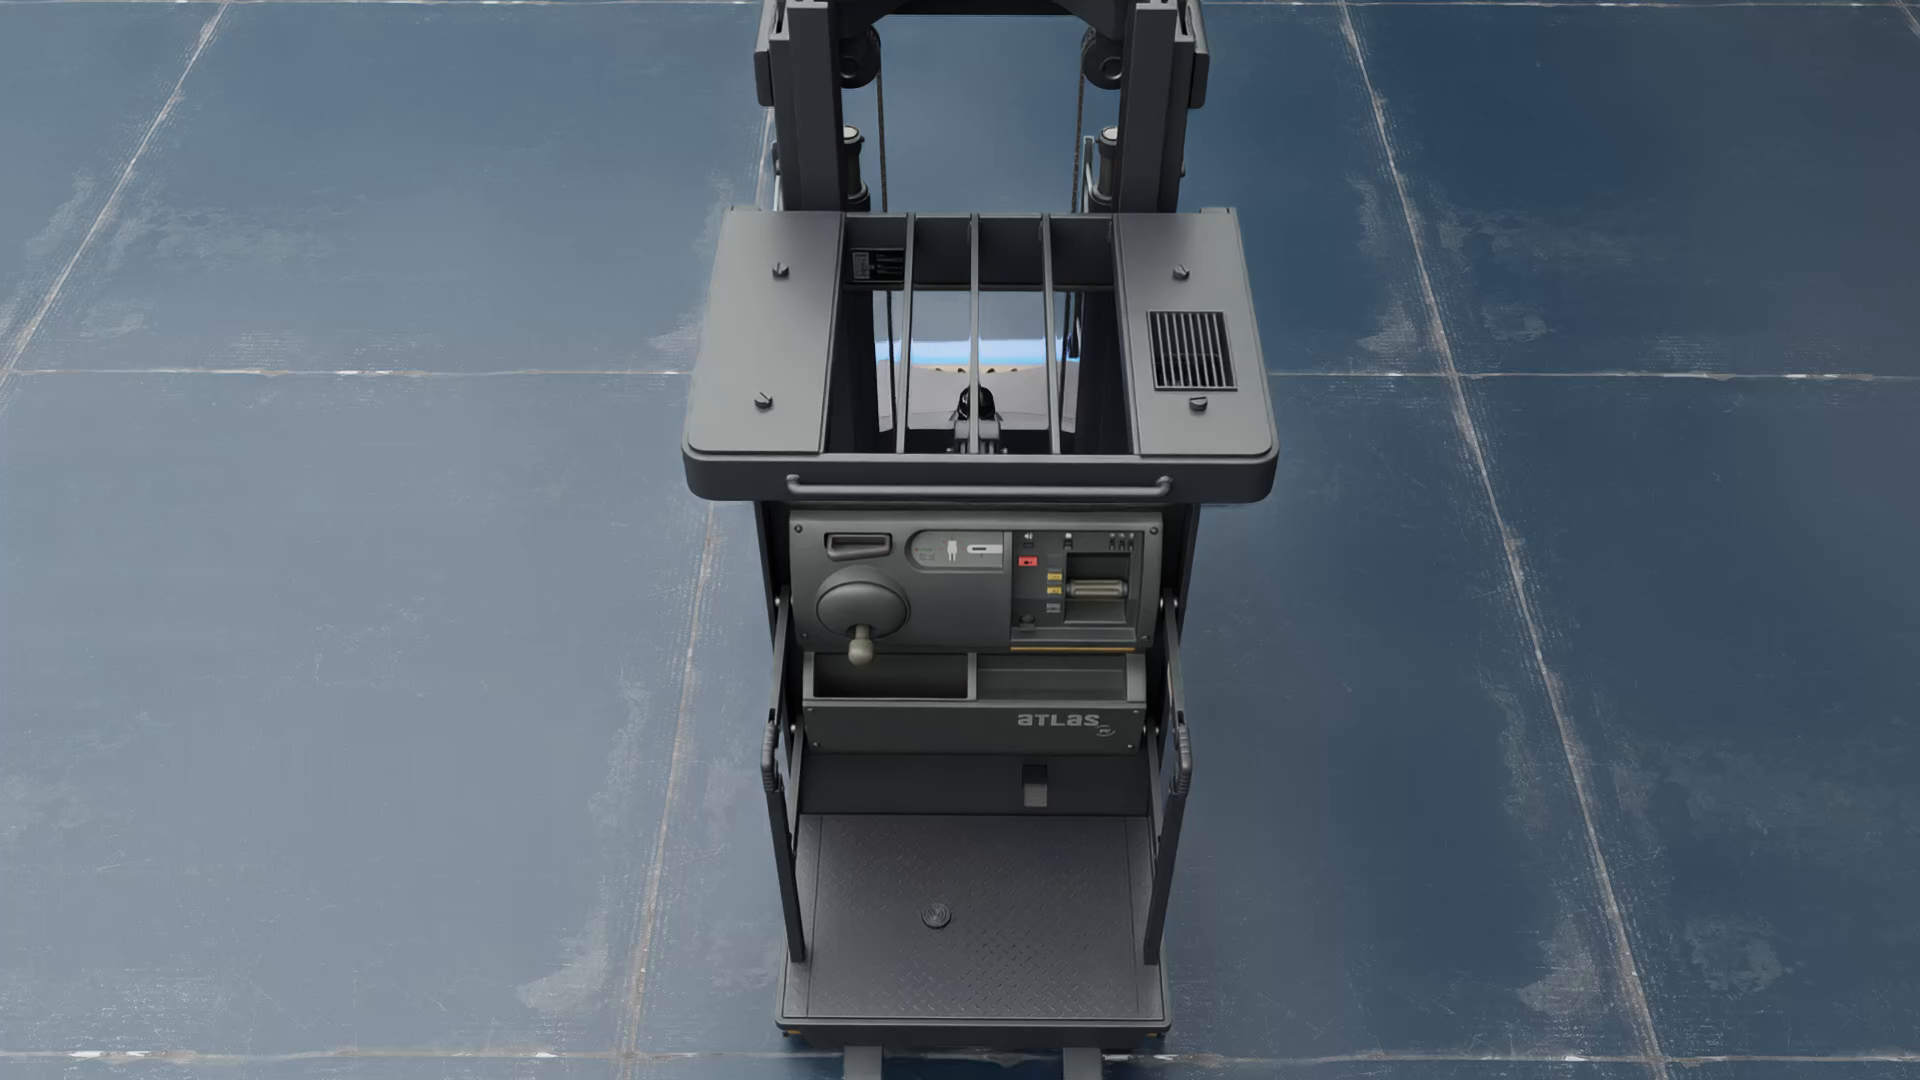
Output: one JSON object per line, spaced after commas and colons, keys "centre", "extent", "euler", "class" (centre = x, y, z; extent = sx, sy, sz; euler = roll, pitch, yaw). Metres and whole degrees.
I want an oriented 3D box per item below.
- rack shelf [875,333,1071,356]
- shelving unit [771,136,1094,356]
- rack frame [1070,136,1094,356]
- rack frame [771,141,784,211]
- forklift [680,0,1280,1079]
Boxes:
{"centre": [-0.081, -0.492, 5.929], "extent": [1.000, 0.185, 0.538], "euler": [-1, 47, -1], "class": "rack shelf"}
{"centre": [-0.081, -0.614, 5.797], "extent": [1.048, 1.500, 0.538], "euler": [-1, 47, -1], "class": "shelving unit"}
{"centre": [0.427, -0.626, 5.808], "extent": [0.032, 1.500, 0.500], "euler": [-1, 47, -1], "class": "rack frame"}
{"centre": [-0.589, -0.603, 5.786], "extent": [0.032, 1.500, 0.500], "euler": [-1, 47, -1], "class": "rack frame"}
{"centre": [0.040, 0.219, 4.044], "extent": [1.130, 2.935, 3.031], "euler": [0, 47, 0], "class": "forklift"}
